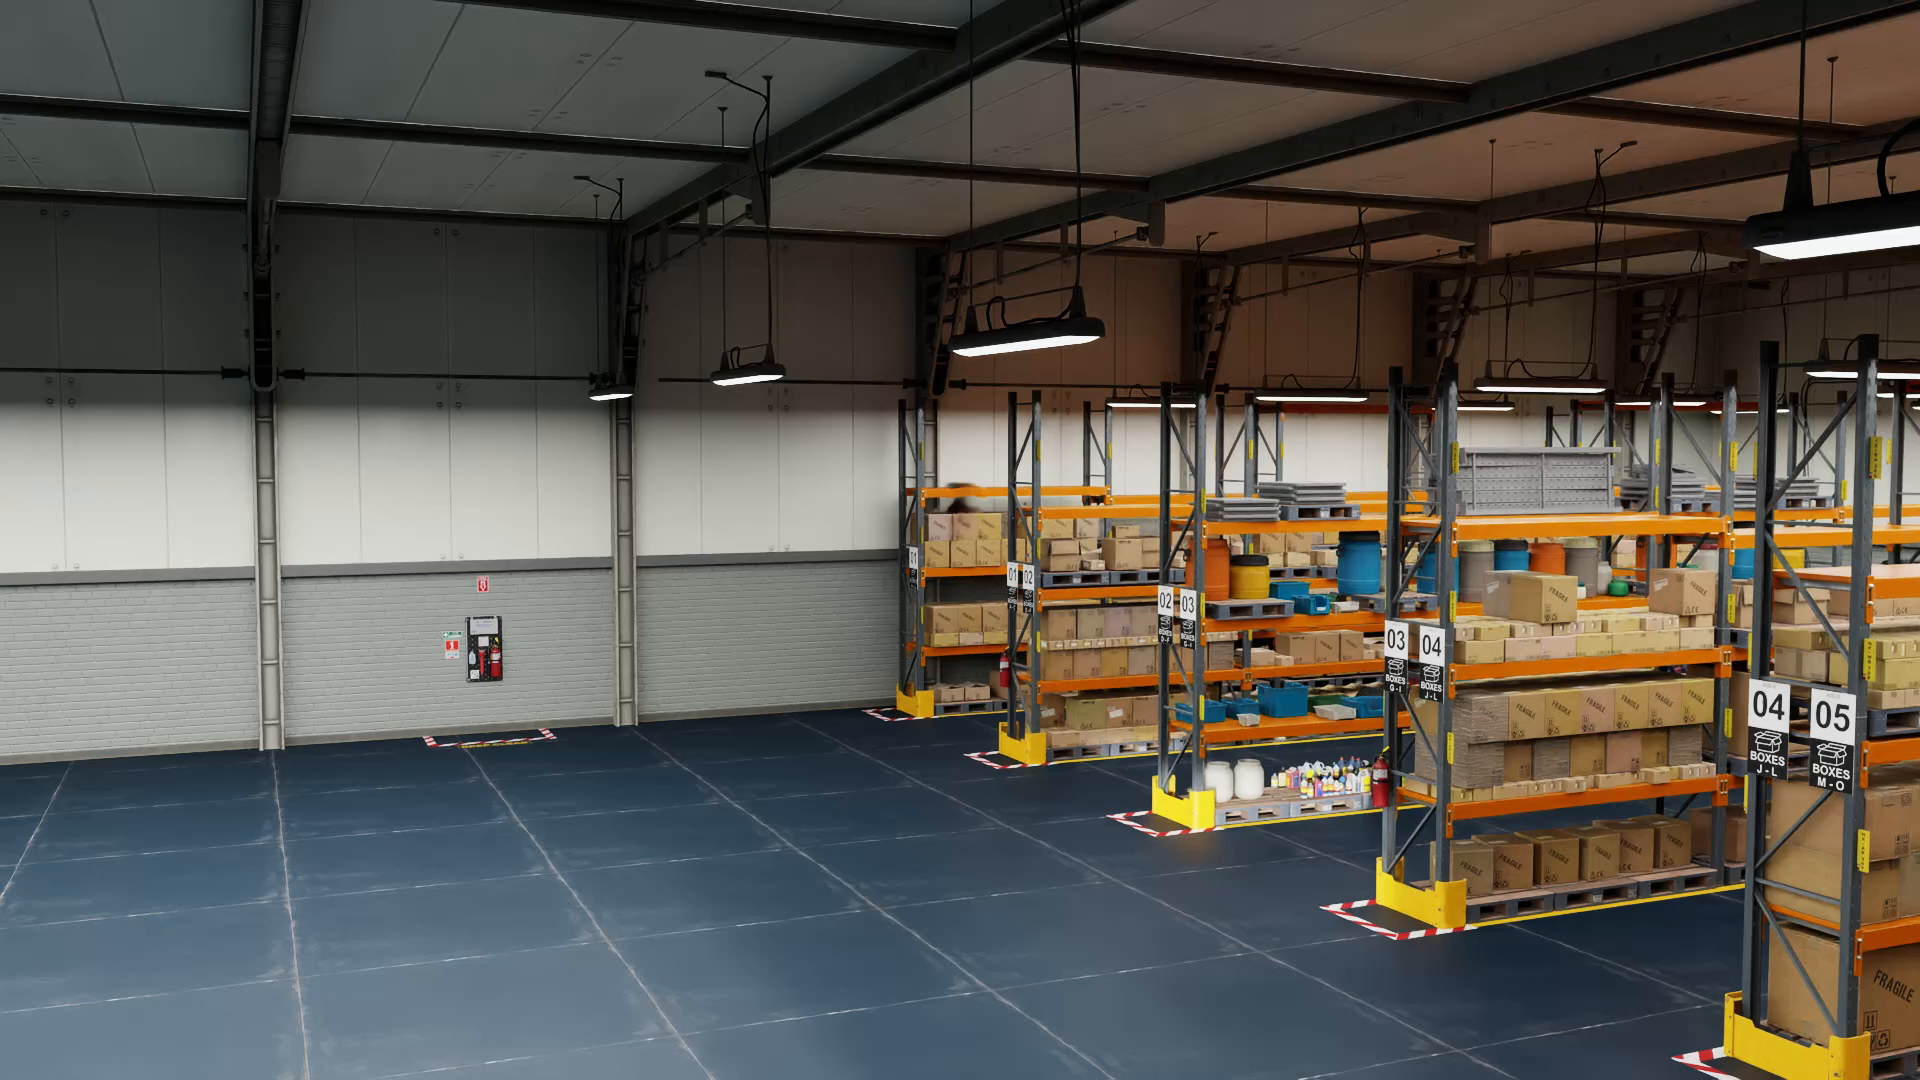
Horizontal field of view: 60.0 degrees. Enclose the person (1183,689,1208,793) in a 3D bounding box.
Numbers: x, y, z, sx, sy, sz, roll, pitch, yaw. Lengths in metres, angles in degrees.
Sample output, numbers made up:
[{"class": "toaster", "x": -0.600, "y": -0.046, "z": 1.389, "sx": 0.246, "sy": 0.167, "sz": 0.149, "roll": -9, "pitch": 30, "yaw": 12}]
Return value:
[{"class": "person", "x": 3.498, "y": 2.934, "z": 24.565, "sx": 0.355, "sy": 1.606, "sz": 0.436, "roll": 2, "pitch": 4, "yaw": 28}]
